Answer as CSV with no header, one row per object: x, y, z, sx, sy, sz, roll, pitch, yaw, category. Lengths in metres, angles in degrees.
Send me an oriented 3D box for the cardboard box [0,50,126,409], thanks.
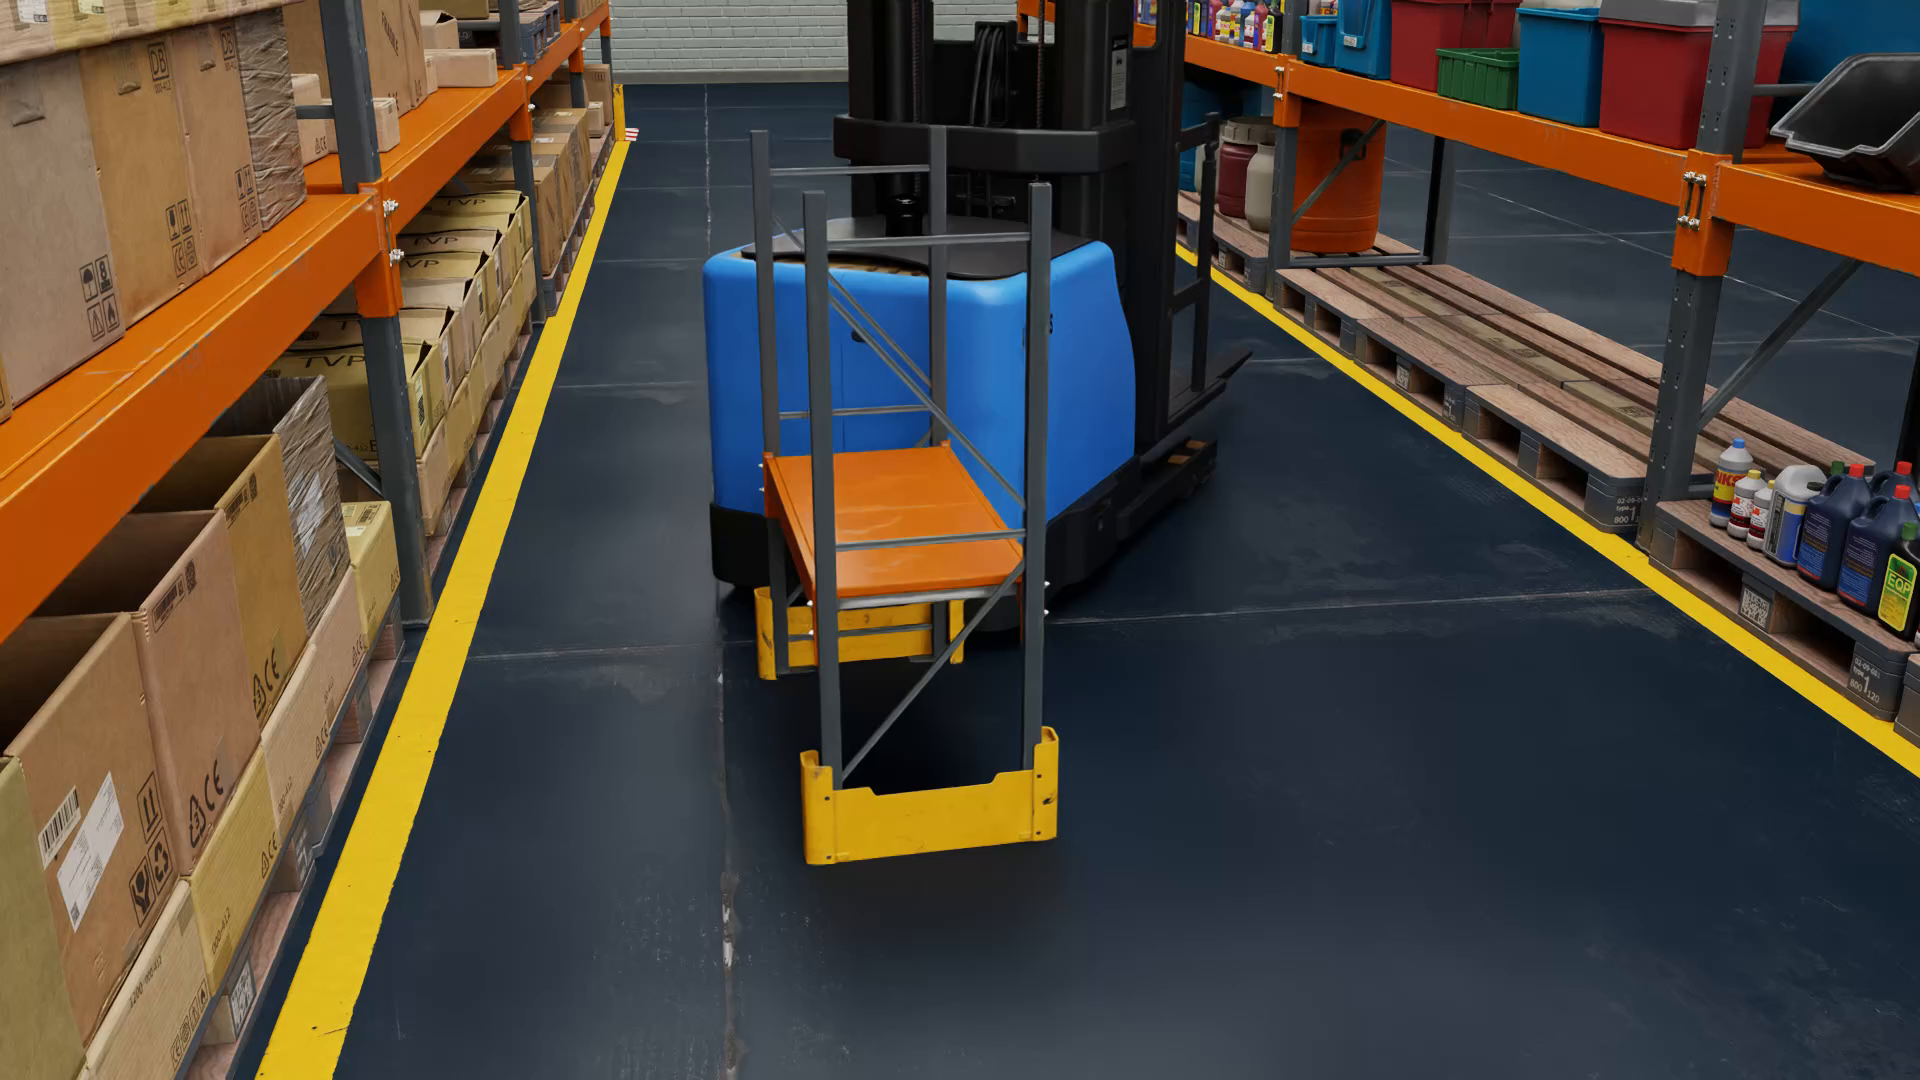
-1.809,-0.498,2.620,0.700,0.500,0.500,-2,21,-6,cardboard box

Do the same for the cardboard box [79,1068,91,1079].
-1.462,0.968,2.166,0.500,0.250,0.500,-3,21,-8,cardboard box

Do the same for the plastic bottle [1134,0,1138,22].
1.294,-3.907,12.057,0.061,0.283,0.133,-3,21,-8,plastic bottle

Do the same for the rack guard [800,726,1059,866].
-0.067,0.583,3.798,0.587,0.250,0.087,-4,21,-12,rack guard

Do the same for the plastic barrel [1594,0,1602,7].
2.770,-2.047,6.715,0.433,0.535,0.433,0,20,0,plastic barrel

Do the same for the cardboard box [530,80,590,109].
-3.534,-3.595,13.993,0.797,0.503,0.637,-3,21,-8,cardboard box

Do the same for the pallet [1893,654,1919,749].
3.032,0.578,3.868,1.003,0.211,1.213,-3,21,-8,pallet

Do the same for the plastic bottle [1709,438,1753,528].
2.409,-0.182,5.188,0.097,0.271,0.097,0,20,0,plastic bottle

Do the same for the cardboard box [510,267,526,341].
-2.287,-1.084,7.660,0.500,0.250,0.500,-3,21,-8,cardboard box

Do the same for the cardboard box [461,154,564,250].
-2.546,-1.911,9.490,0.500,0.500,0.500,-4,21,-10,cardboard box

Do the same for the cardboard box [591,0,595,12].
-3.209,-4.496,13.323,0.500,0.500,0.500,-3,21,-8,cardboard box

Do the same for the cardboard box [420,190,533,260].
-2.363,-1.526,8.042,0.500,0.311,0.500,-2,21,-6,cardboard box

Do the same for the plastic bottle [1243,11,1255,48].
1.694,-2.952,9.616,0.097,0.201,0.097,0,20,0,plastic bottle

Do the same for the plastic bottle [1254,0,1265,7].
2.044,-3.616,11.294,0.097,0.271,0.097,0,20,0,plastic bottle

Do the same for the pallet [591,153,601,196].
-3.356,-2.839,13.017,1.003,0.211,1.213,-3,21,-8,pallet

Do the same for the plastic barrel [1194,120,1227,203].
1.800,-2.553,11.221,0.421,0.512,0.421,0,20,0,plastic barrel

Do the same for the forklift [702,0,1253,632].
0.324,-1.584,5.768,1.130,2.935,3.031,10,23,24,forklift

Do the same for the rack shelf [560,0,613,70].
-3.547,-4.264,13.872,1.077,0.370,4.000,-3,21,-8,rack shelf

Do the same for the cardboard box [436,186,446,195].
-3.049,-1.870,9.380,0.500,0.500,0.500,-2,21,-6,cardboard box

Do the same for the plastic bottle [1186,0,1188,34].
1.504,-3.441,10.825,0.097,0.271,0.097,0,20,0,plastic bottle

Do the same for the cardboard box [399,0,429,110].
-2.424,-1.990,6.614,0.500,0.500,0.500,-4,21,-11,cardboard box

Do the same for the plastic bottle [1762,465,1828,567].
2.483,-0.074,4.891,0.152,0.276,0.135,-2,21,-6,plastic bottle

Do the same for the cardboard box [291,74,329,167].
-2.219,-1.236,4.953,0.500,0.250,0.500,-2,21,-4,cardboard box

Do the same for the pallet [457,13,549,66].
-2.849,-2.664,8.837,1.213,0.211,1.003,-3,21,-8,pallet

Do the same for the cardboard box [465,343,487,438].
-2.068,-0.555,6.245,0.500,0.250,0.500,-4,21,-9,cardboard box

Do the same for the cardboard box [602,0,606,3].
-3.423,-5.019,14.724,0.500,0.500,0.500,-3,21,-7,cardboard box

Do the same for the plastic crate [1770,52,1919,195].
2.747,-1.170,4.650,0.767,0.338,0.504,-3,21,-8,plastic crate

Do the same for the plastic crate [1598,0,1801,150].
2.424,-1.569,5.538,0.402,0.464,0.583,-3,21,-8,plastic crate

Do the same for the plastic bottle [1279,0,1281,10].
2.199,-3.550,11.112,0.152,0.276,0.135,-3,21,-8,plastic bottle

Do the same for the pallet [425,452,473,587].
-2.250,-0.085,5.642,1.003,0.211,1.213,-3,21,-8,pallet

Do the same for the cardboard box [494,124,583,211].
-2.769,-2.442,10.910,0.500,0.500,0.500,-3,21,-7,cardboard box

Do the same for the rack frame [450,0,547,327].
-2.682,-2.523,8.185,1.000,3.000,0.127,-3,21,-8,rack frame

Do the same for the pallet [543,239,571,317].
-2.752,-1.477,9.370,1.003,0.211,1.213,-3,21,-8,pallet

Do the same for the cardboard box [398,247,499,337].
-2.141,-0.997,6.628,0.500,0.311,0.500,-2,21,-6,cardboard box

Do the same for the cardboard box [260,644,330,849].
-1.673,0.449,3.557,0.500,0.250,0.500,-3,21,-8,cardboard box

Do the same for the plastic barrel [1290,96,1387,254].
2.133,-2.120,9.607,0.600,0.830,0.708,-3,21,-8,plastic barrel

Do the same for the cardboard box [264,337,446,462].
-1.918,-0.465,5.203,0.500,0.311,0.500,-3,21,-8,cardboard box

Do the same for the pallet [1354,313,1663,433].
2.466,-0.774,7.486,1.003,0.211,1.213,-3,21,-8,pallet

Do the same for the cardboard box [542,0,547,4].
-2.943,-3.543,10.172,0.700,0.500,0.500,-8,22,-21,cardboard box

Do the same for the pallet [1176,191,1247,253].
1.893,-2.158,11.192,1.003,0.211,1.213,-3,21,-8,pallet

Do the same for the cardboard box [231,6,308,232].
-2.035,-1.032,4.049,0.700,0.500,0.500,-3,21,-9,cardboard box

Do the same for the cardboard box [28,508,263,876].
-1.599,0.270,2.963,0.500,0.500,0.500,-3,21,-8,cardboard box

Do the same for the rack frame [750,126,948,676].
-0.282,-0.343,4.491,0.500,1.500,0.032,-4,21,-12,rack frame

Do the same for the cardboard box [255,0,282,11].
-1.820,-1.320,3.893,0.380,0.149,0.250,-3,21,-9,cardboard box

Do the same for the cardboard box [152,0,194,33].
-1.709,-1.053,3.179,0.380,0.149,0.250,-3,21,-8,cardboard box

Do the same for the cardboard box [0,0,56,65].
-1.593,-0.783,2.455,0.380,0.149,0.250,-3,21,-7,cardboard box

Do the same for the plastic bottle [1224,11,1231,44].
1.638,-3.086,9.977,0.097,0.201,0.097,0,20,0,plastic bottle

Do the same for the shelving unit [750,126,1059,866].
-0.174,-0.173,4.035,0.587,1.500,1.083,-4,21,-12,shelving unit

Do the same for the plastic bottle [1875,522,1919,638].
2.512,0.105,4.402,0.061,0.283,0.133,-2,21,-5,plastic bottle

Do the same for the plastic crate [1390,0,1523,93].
2.150,-2.227,7.299,0.402,0.464,0.583,-3,21,-8,plastic crate

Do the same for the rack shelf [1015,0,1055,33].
1.355,-4.512,14.538,1.077,0.370,4.000,-3,21,-8,rack shelf

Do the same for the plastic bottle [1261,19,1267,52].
1.741,-2.838,9.312,0.097,0.201,0.097,0,20,0,plastic bottle

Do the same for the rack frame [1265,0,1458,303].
2.220,-2.772,8.850,1.000,3.000,0.127,-3,21,-8,rack frame

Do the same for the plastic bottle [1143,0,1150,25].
1.386,-3.792,11.760,0.152,0.276,0.135,-3,21,-8,plastic bottle

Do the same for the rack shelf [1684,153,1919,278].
3.085,-0.357,3.414,1.077,0.370,4.000,-3,21,-8,rack shelf

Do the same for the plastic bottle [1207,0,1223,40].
1.575,-3.231,10.247,0.061,0.283,0.133,-3,21,-8,plastic bottle

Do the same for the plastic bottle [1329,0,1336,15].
2.356,-3.286,10.392,0.061,0.283,0.133,-3,21,-8,plastic bottle

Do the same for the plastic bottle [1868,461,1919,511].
2.645,-0.059,4.744,0.144,0.351,0.185,-3,21,-8,plastic bottle
